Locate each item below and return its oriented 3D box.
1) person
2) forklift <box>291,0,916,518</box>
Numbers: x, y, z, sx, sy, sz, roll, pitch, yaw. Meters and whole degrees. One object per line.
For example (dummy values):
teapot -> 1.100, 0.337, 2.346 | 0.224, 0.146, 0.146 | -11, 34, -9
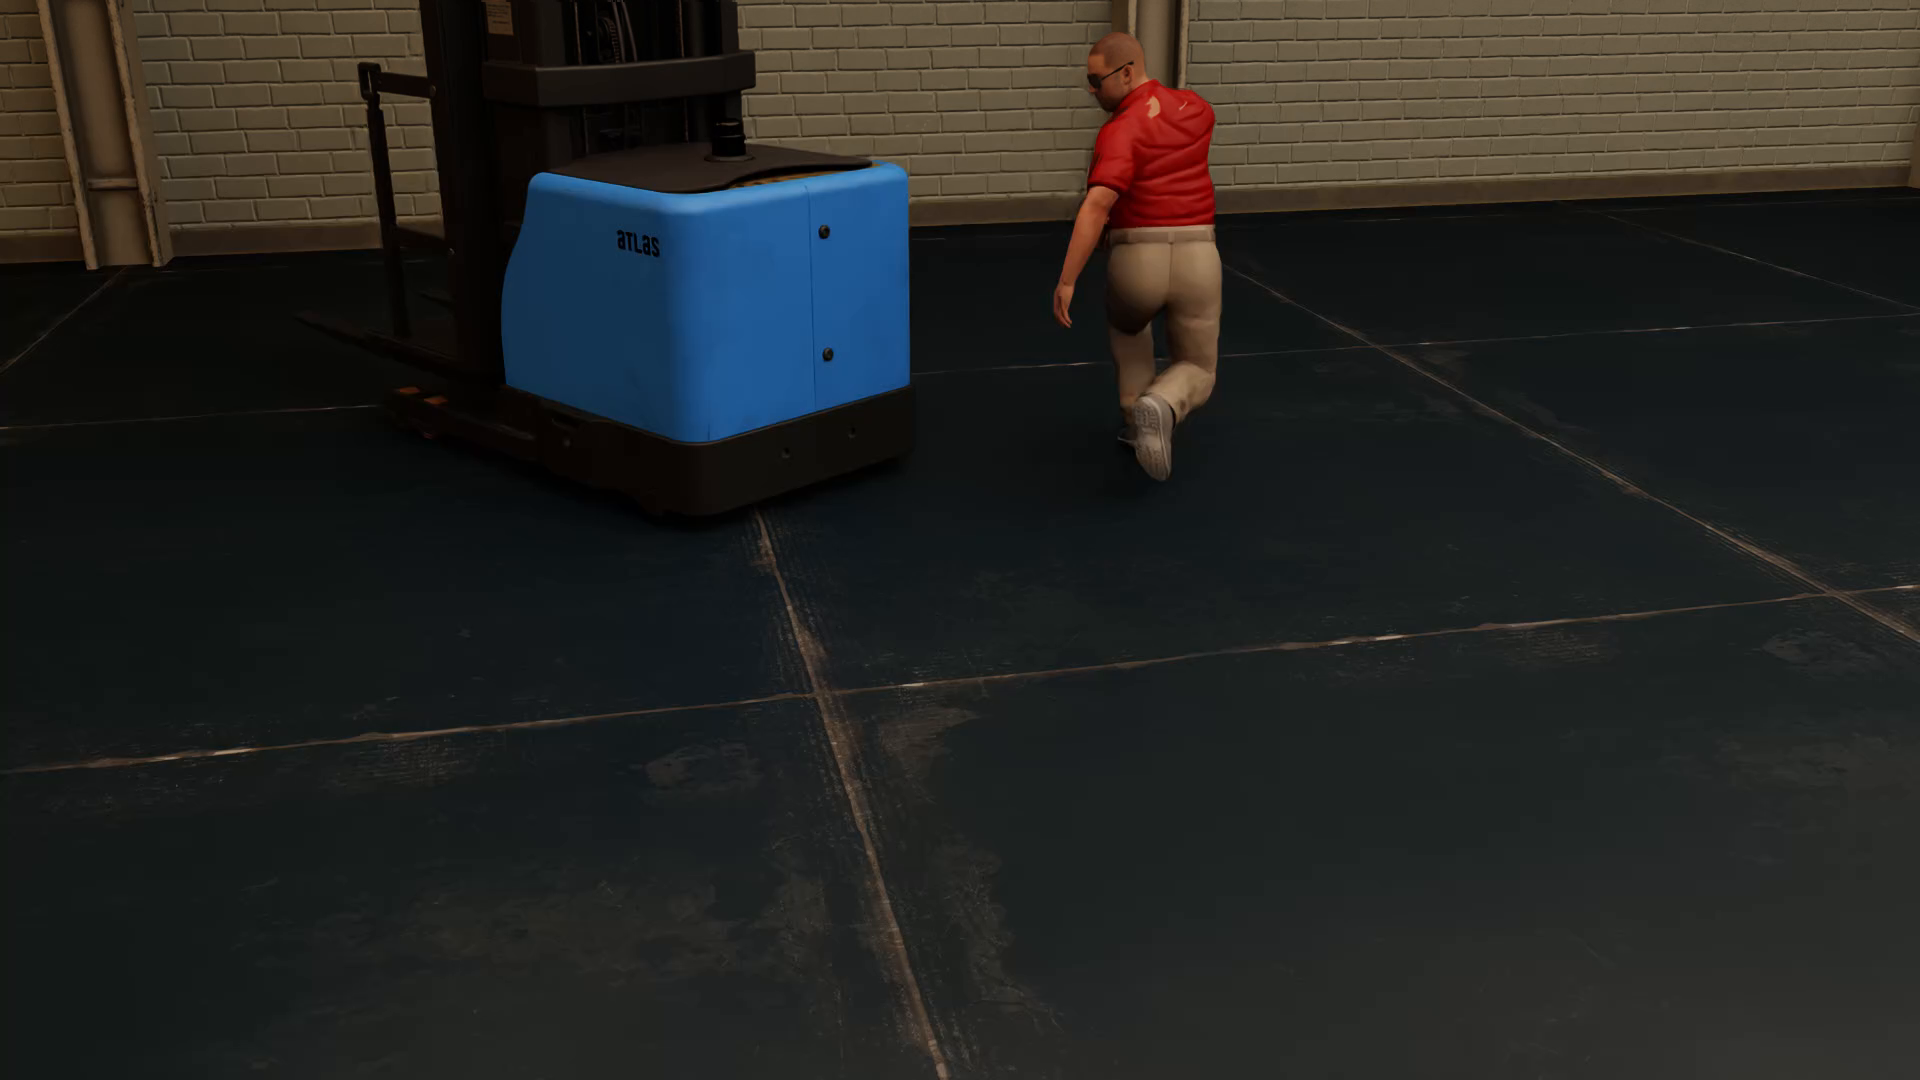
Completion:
person -> 0.613, -0.985, 5.834 | 0.636, 1.515, 0.895 | -2, 21, -5
forklift -> -1.582, -1.867, 6.077 | 3.031, 2.935, 1.130 | 18, 28, 39
